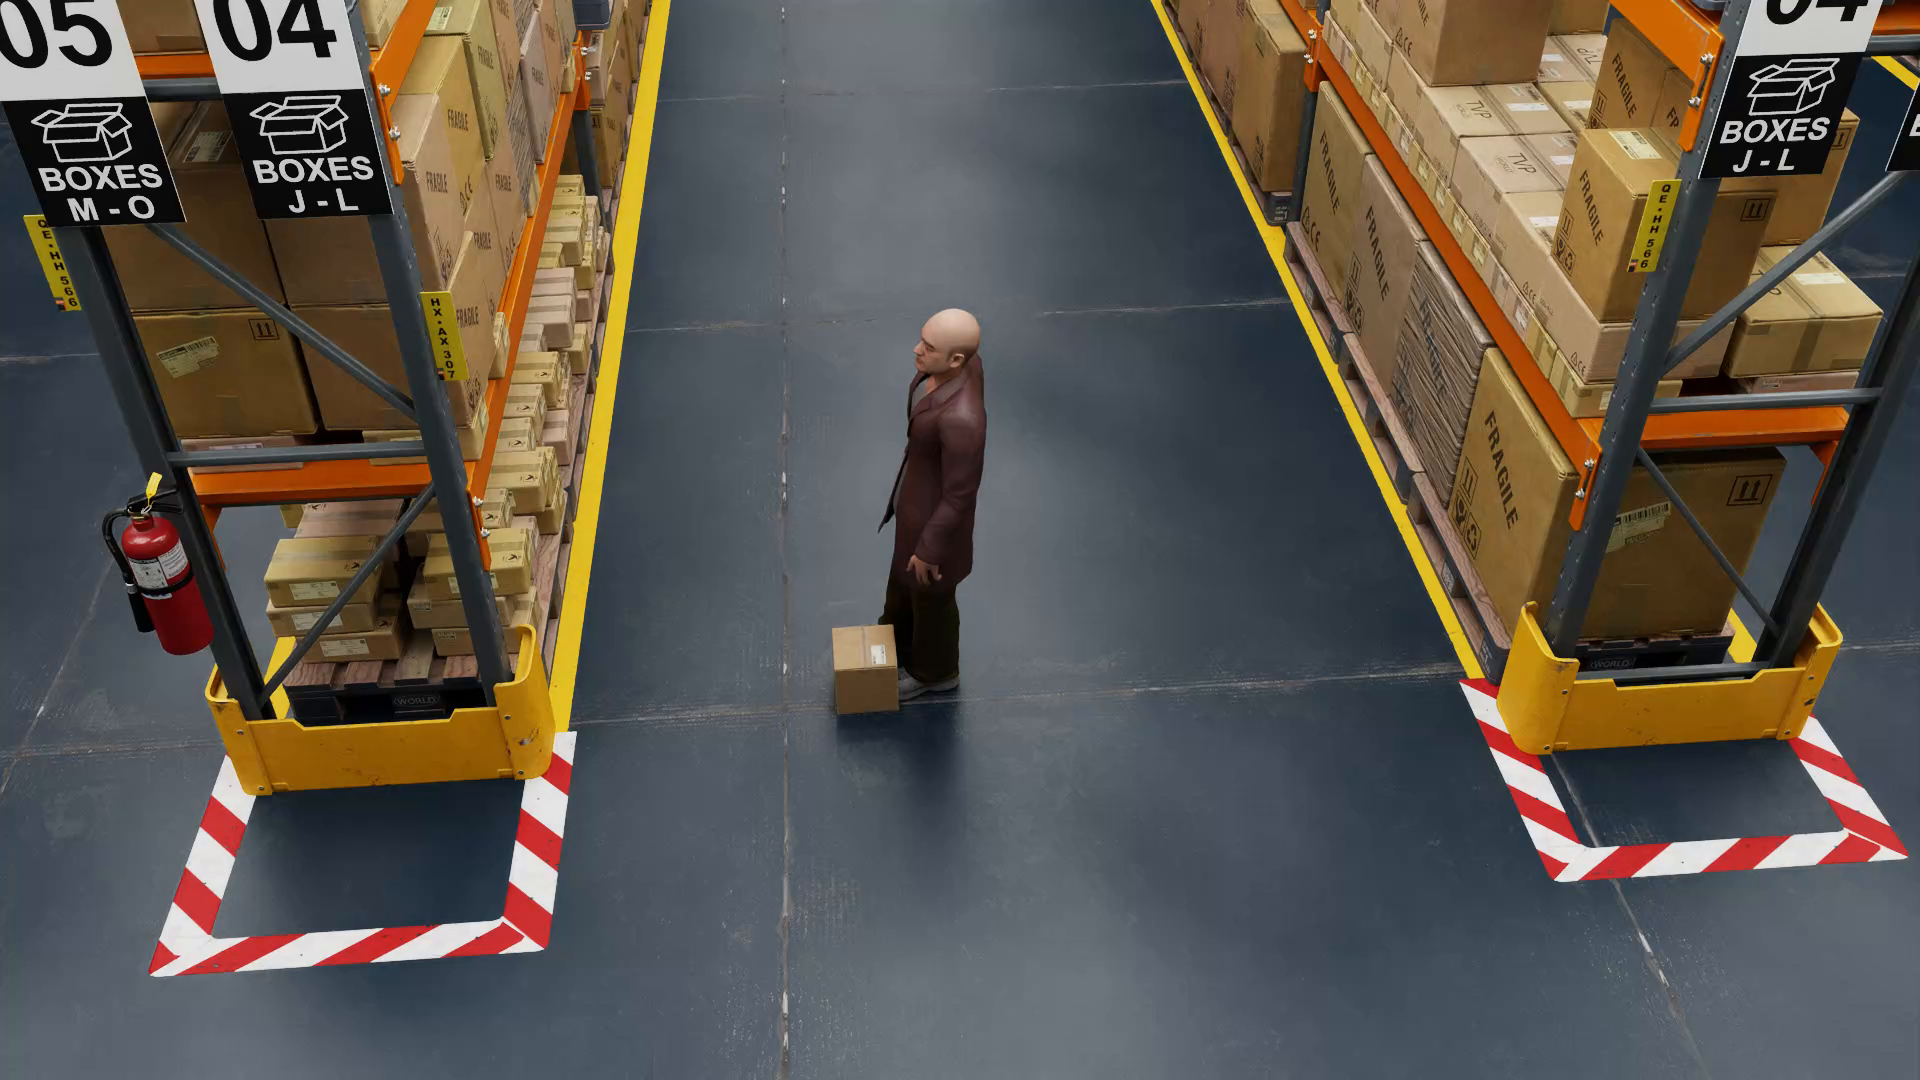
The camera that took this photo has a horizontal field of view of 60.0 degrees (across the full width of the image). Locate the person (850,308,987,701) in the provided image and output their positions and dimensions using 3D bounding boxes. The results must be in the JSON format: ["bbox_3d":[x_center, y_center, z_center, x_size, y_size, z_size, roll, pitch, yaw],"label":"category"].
[{"bbox_3d":[-0.196,-0.104,6.282,0.579,1.778,0.696,-3,39,-4],"label":"person"}]
